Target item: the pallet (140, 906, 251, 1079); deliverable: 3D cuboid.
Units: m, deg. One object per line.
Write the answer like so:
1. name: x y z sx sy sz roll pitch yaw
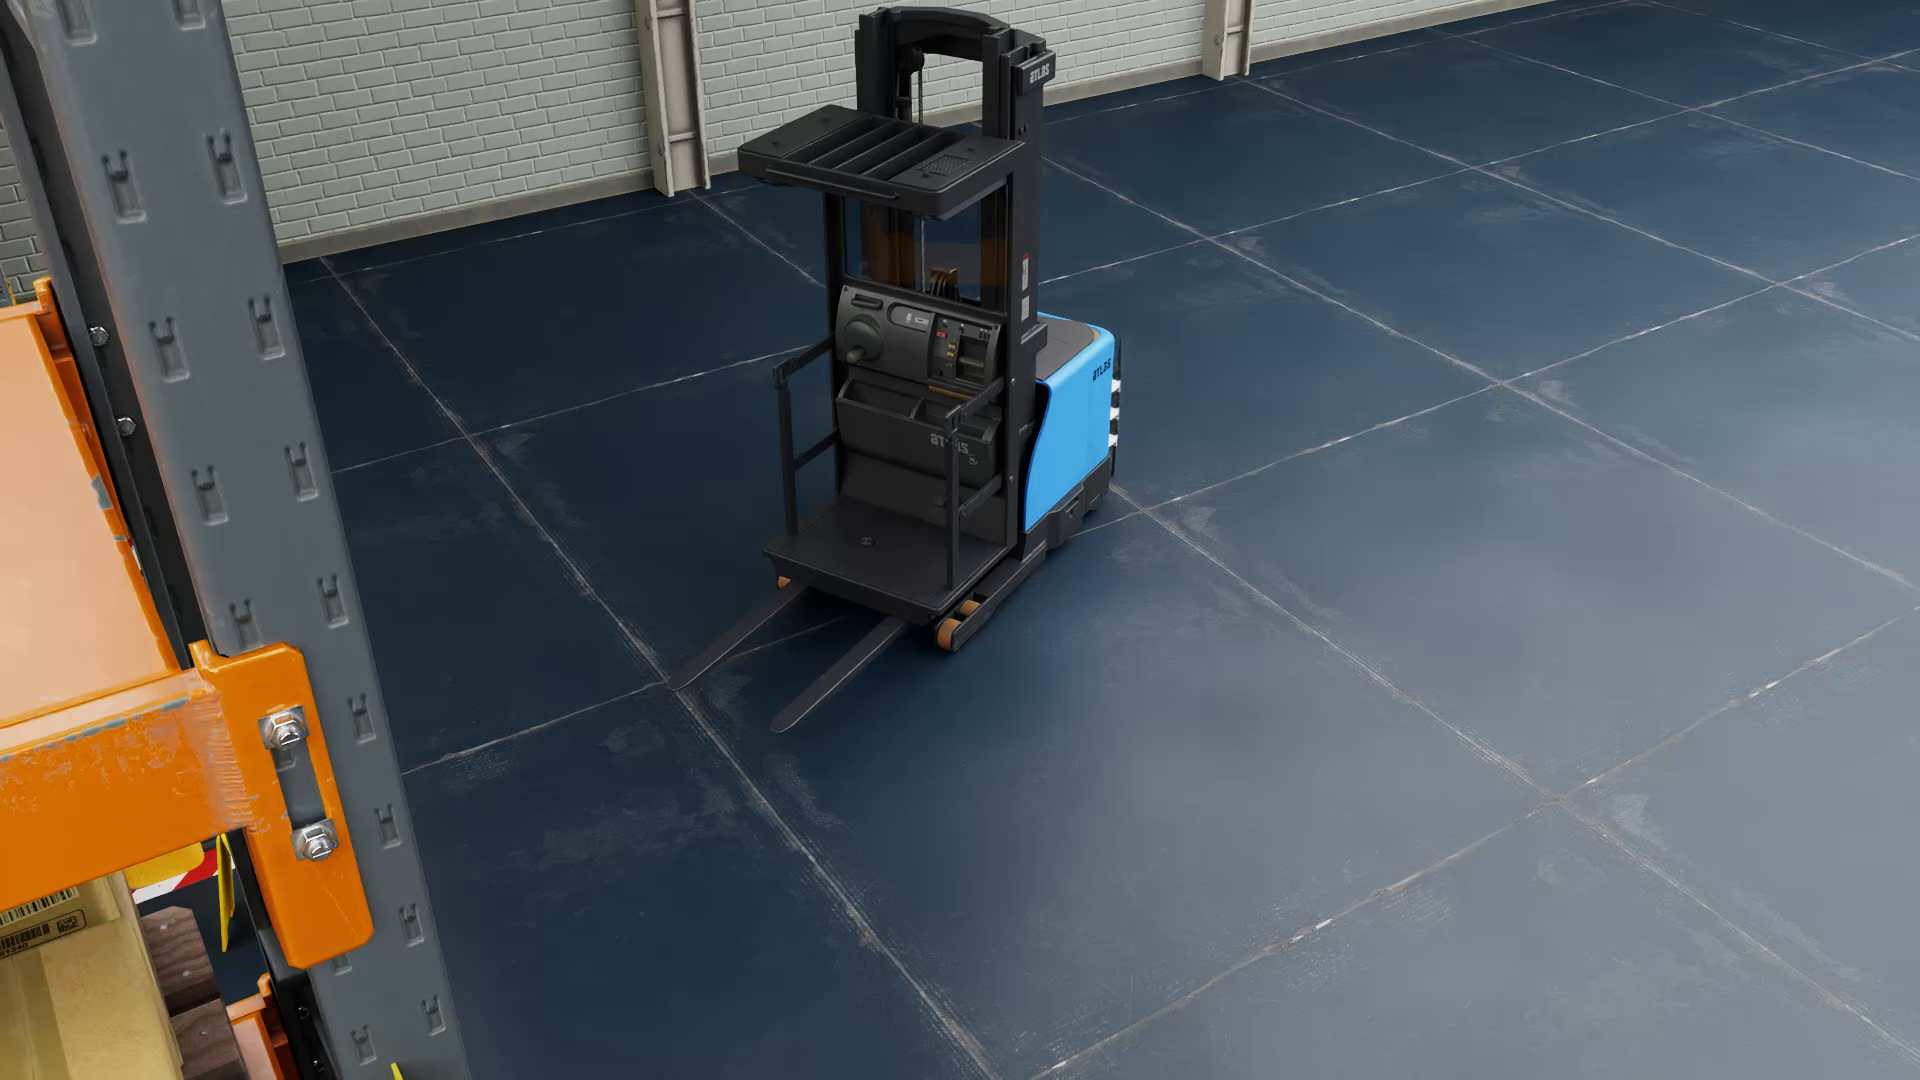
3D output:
1. pallet: -1.488 1.072 2.133 1.213 0.211 1.003 -19 37 -27

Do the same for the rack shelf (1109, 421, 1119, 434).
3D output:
1. rack shelf: 0.774 -0.653 9.795 0.258 0.077 0.200 18 36 26

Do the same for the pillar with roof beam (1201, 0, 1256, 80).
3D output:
1. pillar with roof beam: 5.015 -6.610 11.416 0.400 9.000 9.100 -19 37 -27

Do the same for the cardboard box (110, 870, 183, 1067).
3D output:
1. cardboard box: -1.332 0.657 2.456 0.250 0.149 0.380 -19 37 -27

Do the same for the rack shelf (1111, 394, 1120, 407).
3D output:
1. rack shelf: 0.774 -0.806 9.699 0.258 0.077 0.200 18 36 26

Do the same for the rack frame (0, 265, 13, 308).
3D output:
1. rack frame: -3.637 -0.107 6.729 0.127 3.000 1.000 -19 37 -27

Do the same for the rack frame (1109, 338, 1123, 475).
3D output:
1. rack frame: 0.827 -0.804 9.803 0.240 0.900 0.006 18 36 26

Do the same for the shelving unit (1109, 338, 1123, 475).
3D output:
1. shelving unit: 0.774 -0.758 9.729 0.258 0.900 0.210 18 36 26

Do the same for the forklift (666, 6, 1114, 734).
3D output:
1. forklift: -0.323 -0.955 8.138 1.130 2.935 3.031 18 36 26

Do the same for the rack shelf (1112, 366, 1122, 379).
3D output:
1. rack shelf: 0.774 -0.958 9.603 0.258 0.077 0.200 18 36 26

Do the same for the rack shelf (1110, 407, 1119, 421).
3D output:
1. rack shelf: 0.774 -0.729 9.747 0.258 0.077 0.200 18 36 26

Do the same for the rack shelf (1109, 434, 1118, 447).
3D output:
1. rack shelf: 0.774 -0.577 9.843 0.258 0.077 0.200 18 36 26

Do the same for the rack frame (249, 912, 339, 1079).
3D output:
1. rack frame: -0.870 2.084 3.257 0.127 3.000 1.000 -19 37 -27

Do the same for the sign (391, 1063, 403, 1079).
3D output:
1. sign: -0.588 0.721 1.849 0.005 0.325 0.100 -19 37 -27

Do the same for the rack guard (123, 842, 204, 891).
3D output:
1. rack guard: -3.701 0.972 7.361 0.348 0.500 1.175 -19 37 -27

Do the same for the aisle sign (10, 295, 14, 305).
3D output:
1. aisle sign: -3.428 -1.094 5.858 0.004 0.787 0.394 -19 37 -27

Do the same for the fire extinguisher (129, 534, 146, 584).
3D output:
1. fire extinguisher: -3.291 0.100 6.475 0.183 0.674 0.296 -19 37 -27

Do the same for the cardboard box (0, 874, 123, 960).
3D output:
1. cardboard box: -1.415 0.557 2.240 0.500 0.250 0.500 -19 37 -27

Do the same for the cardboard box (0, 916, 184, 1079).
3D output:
1. cardboard box: -0.970 0.614 1.776 0.250 0.149 0.380 -19 37 -27

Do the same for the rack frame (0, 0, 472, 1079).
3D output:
1. rack frame: -0.870 -0.454 1.656 0.127 3.000 1.000 -19 37 -27

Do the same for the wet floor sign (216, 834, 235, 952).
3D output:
1. wet floor sign: -2.898 1.314 6.684 0.232 0.644 0.267 -7 33 -11

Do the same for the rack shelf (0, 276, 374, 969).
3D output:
1. rack shelf: -2.551 0.598 1.038 4.000 0.370 1.077 -19 37 -27

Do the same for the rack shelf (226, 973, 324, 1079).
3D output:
1. rack shelf: -2.551 1.698 1.732 4.000 0.370 1.077 -19 37 -27

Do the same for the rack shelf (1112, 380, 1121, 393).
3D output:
1. rack shelf: 0.774 -0.882 9.651 0.258 0.077 0.200 18 36 26

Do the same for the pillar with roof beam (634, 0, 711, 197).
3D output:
1. pillar with roof beam: -0.028 -4.876 8.666 0.400 9.000 9.100 -19 37 -27

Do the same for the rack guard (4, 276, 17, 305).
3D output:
1. rack guard: -6.310 -1.281 10.934 0.348 0.500 1.175 -19 37 -27
